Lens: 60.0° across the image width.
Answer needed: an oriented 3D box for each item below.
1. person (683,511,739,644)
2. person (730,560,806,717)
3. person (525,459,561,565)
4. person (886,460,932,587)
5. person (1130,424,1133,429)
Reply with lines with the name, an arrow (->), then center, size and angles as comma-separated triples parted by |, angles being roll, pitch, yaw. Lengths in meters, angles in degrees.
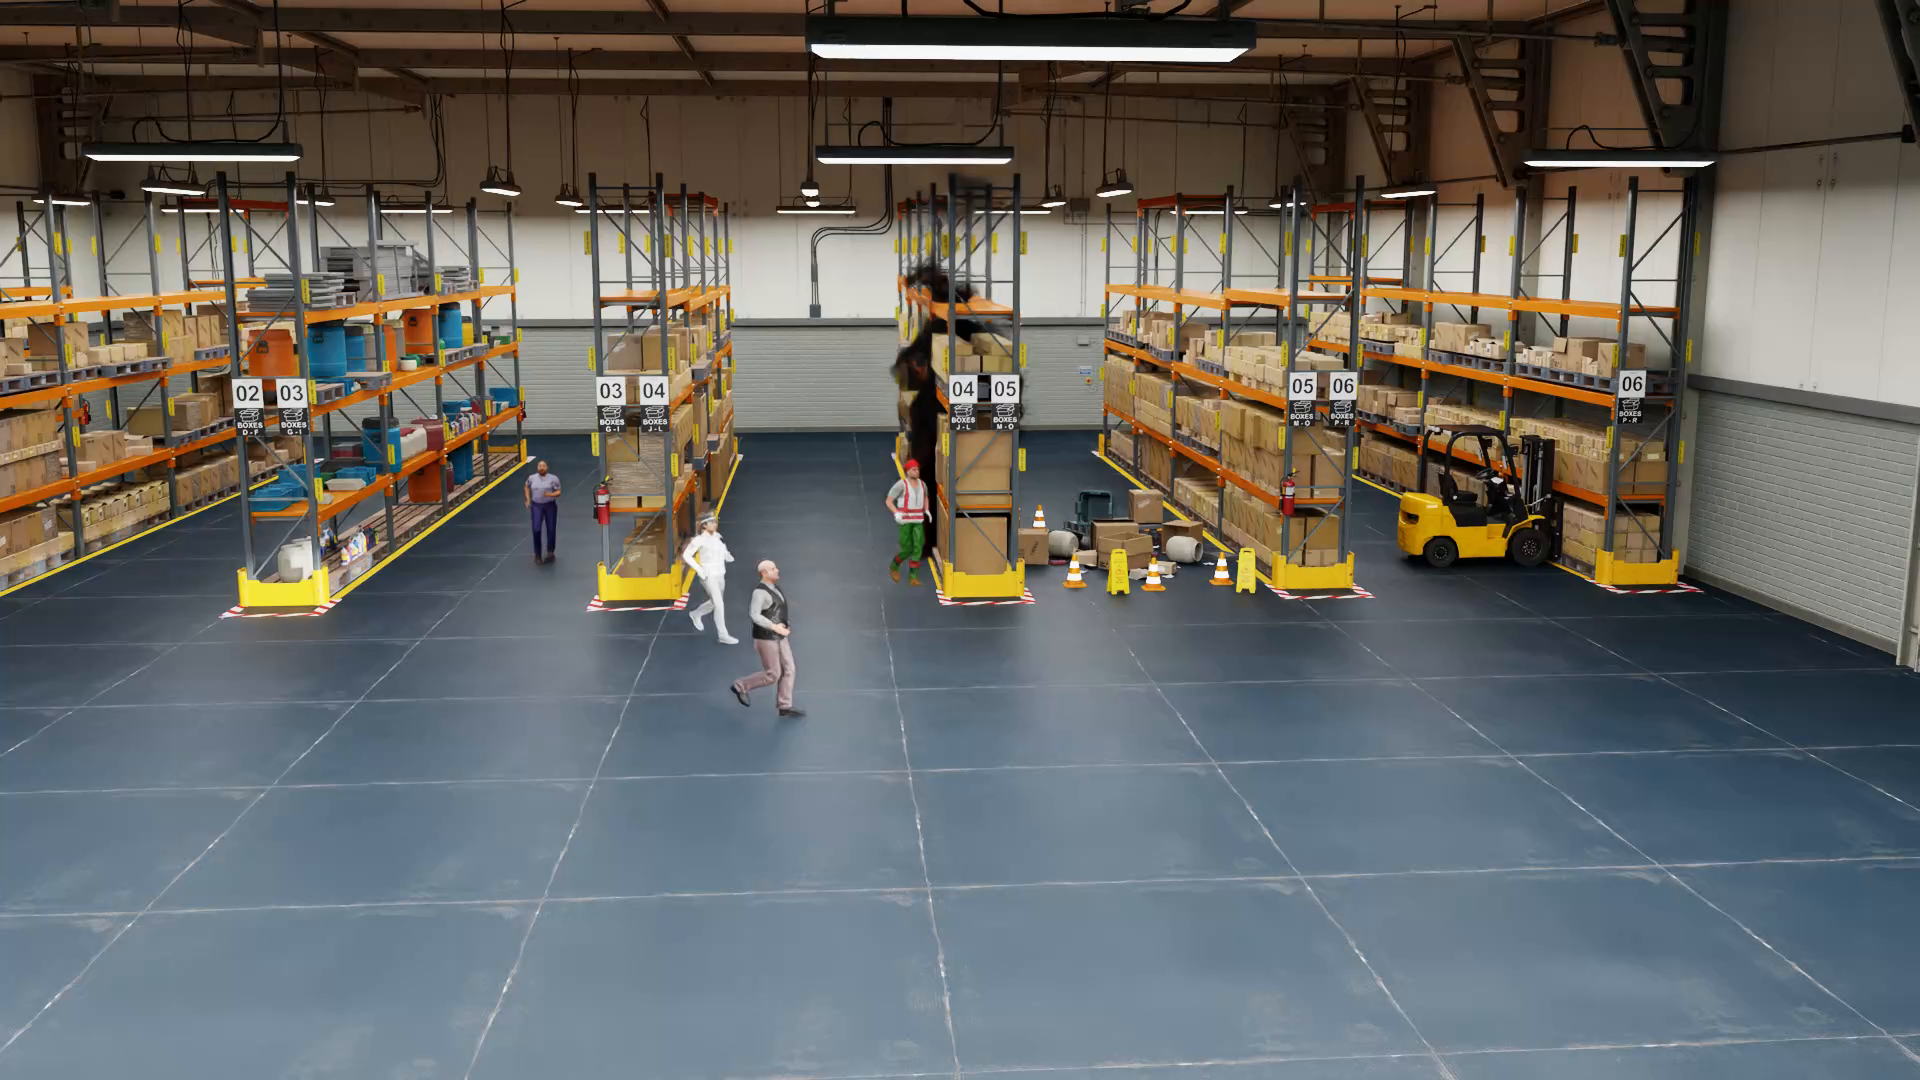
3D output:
person -> -3.185, 0.456, 21.229 | 0.896, 1.670, 0.623 | 7, 12, 34
person -> -2.054, 1.053, 17.816 | 0.820, 1.693, 0.669 | 3, 10, 14
person -> -6.653, -0.445, 26.582 | 0.577, 1.681, 0.719 | -2, 10, -13
person -> -0.685, -0.251, 23.388 | 0.703, 1.767, 0.723 | -6, 12, -32
person -> 4.485, -3.090, 41.429 | 0.838, 1.676, 0.612 | 9, 14, 43
